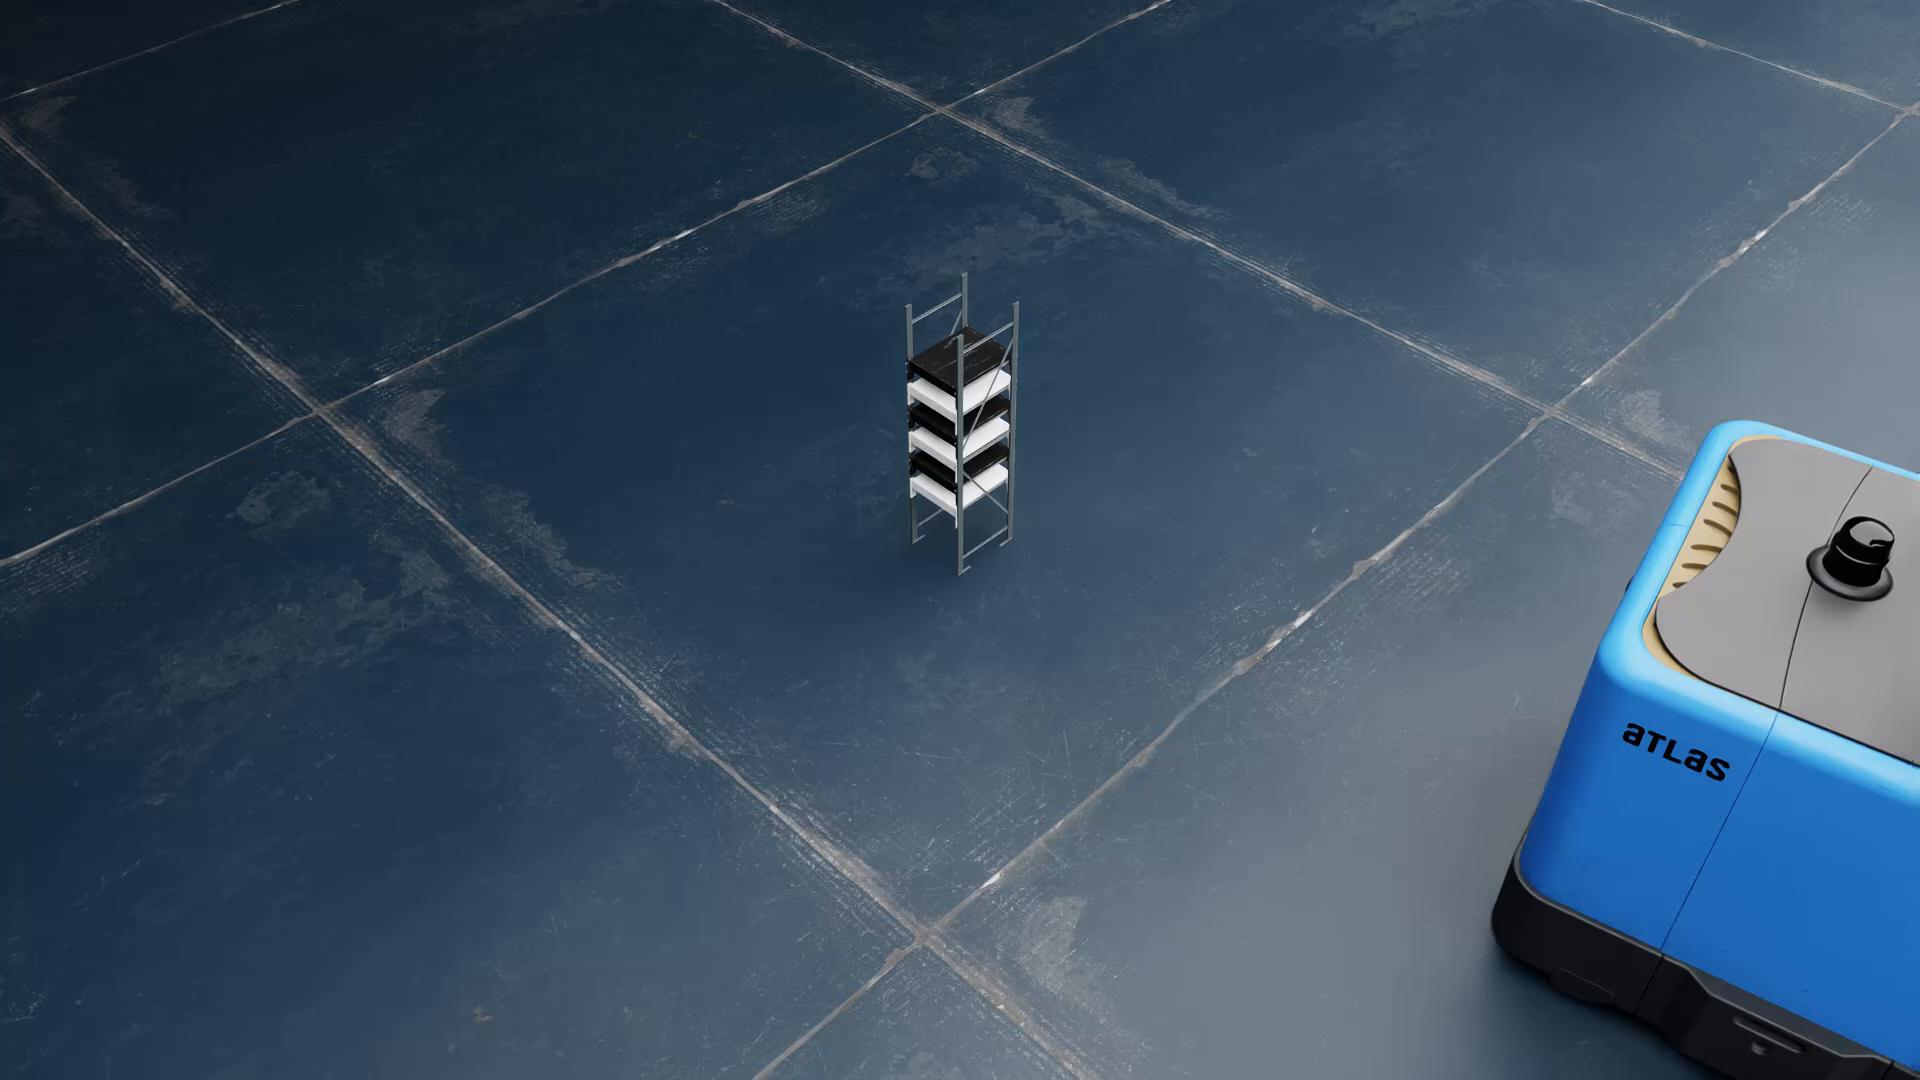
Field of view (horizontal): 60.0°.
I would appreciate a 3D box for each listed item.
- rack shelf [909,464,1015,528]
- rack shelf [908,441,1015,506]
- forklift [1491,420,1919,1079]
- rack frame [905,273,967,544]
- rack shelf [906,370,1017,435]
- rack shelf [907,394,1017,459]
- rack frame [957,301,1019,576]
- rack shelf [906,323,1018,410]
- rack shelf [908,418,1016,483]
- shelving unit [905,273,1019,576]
[{"bbox_3d":[0.006,-0.170,5.085,0.258,0.077,0.200,-34,53,-31],"label":"rack shelf"},{"bbox_3d":[0.006,-0.236,5.024,0.258,0.077,0.200,-34,53,-31],"label":"rack shelf"},{"bbox_3d":[2.829,0.220,2.852,3.031,2.935,1.130,24,48,24],"label":"forklift"},{"bbox_3d":[-0.066,-0.375,4.993,0.240,0.900,0.006,-34,53,-31],"label":"rack frame"},{"bbox_3d":[0.006,-0.434,4.841,0.258,0.077,0.200,-34,53,-31],"label":"rack shelf"},{"bbox_3d":[0.006,-0.368,4.902,0.258,0.077,0.200,-34,53,-31],"label":"rack shelf"},{"bbox_3d":[0.078,-0.278,4.888,0.240,0.900,0.006,-34,53,-31],"label":"rack frame"},{"bbox_3d":[0.006,-0.500,4.780,0.258,0.077,0.200,-34,53,-31],"label":"rack shelf"},{"bbox_3d":[0.006,-0.302,4.963,0.258,0.077,0.200,-34,53,-31],"label":"rack shelf"},{"bbox_3d":[0.006,-0.327,4.940,0.258,0.900,0.210,-34,53,-31],"label":"shelving unit"}]
